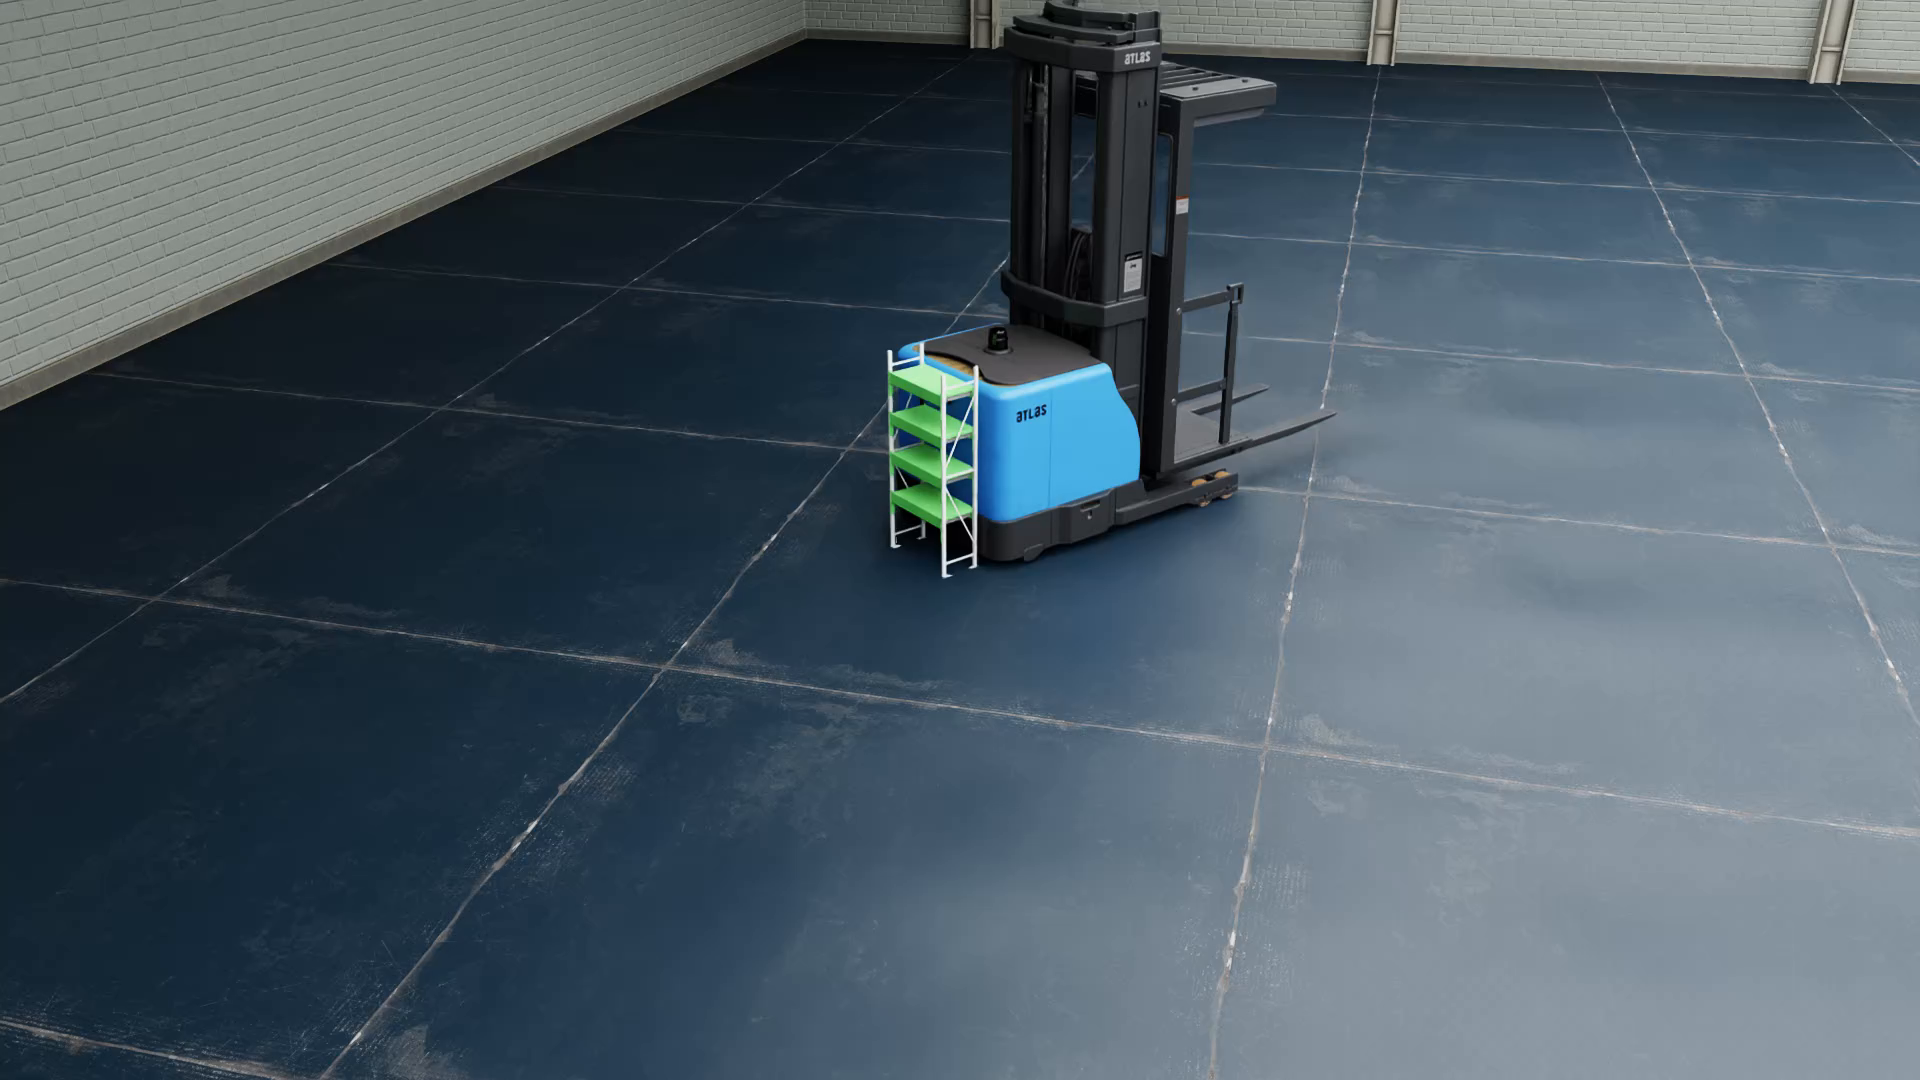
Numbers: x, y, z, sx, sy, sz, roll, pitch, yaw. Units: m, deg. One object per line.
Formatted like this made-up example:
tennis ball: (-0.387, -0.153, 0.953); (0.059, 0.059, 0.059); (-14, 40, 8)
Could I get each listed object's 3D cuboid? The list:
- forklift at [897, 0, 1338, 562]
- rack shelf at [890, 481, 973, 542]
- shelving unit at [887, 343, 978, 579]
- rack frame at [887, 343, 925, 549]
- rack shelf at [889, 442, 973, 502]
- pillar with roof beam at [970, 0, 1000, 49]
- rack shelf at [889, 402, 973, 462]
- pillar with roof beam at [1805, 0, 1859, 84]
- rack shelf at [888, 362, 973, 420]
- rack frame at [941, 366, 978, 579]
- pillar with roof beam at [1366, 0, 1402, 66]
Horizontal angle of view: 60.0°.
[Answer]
forklift: (1.103, -1.692, 9.895); (3.031, 2.935, 1.130); (-18, 31, -33)
rack shelf: (-0.153, -0.168, 9.413); (0.258, 0.148, 0.480); (-18, 31, -34)
shelving unit: (-0.152, -0.443, 9.283); (0.258, 1.200, 0.503); (-18, 31, -34)
rack frame: (-0.302, -0.526, 9.457); (0.240, 1.200, 0.015); (-18, 31, -34)
rack shelf: (-0.152, -0.385, 9.311); (0.258, 0.148, 0.480); (-18, 31, -34)
pillar with roof beam: (-0.688, -9.932, 20.143); (0.400, 9.000, 9.100); (6, 26, 13)
rack shelf: (-0.152, -0.602, 9.208); (0.258, 0.148, 0.480); (-18, 31, -34)
pillar with roof beam: (10.934, -8.647, 17.444); (0.400, 9.000, 9.100); (6, 26, 13)
rack shelf: (-0.151, -0.819, 9.105); (0.258, 0.148, 0.480); (-18, 31, -34)
rack frame: (-0.003, -0.360, 9.109); (0.240, 1.200, 0.015); (-18, 31, -34)
pillar with roof beam: (5.123, -9.290, 18.794); (0.400, 9.000, 9.100); (6, 26, 13)
